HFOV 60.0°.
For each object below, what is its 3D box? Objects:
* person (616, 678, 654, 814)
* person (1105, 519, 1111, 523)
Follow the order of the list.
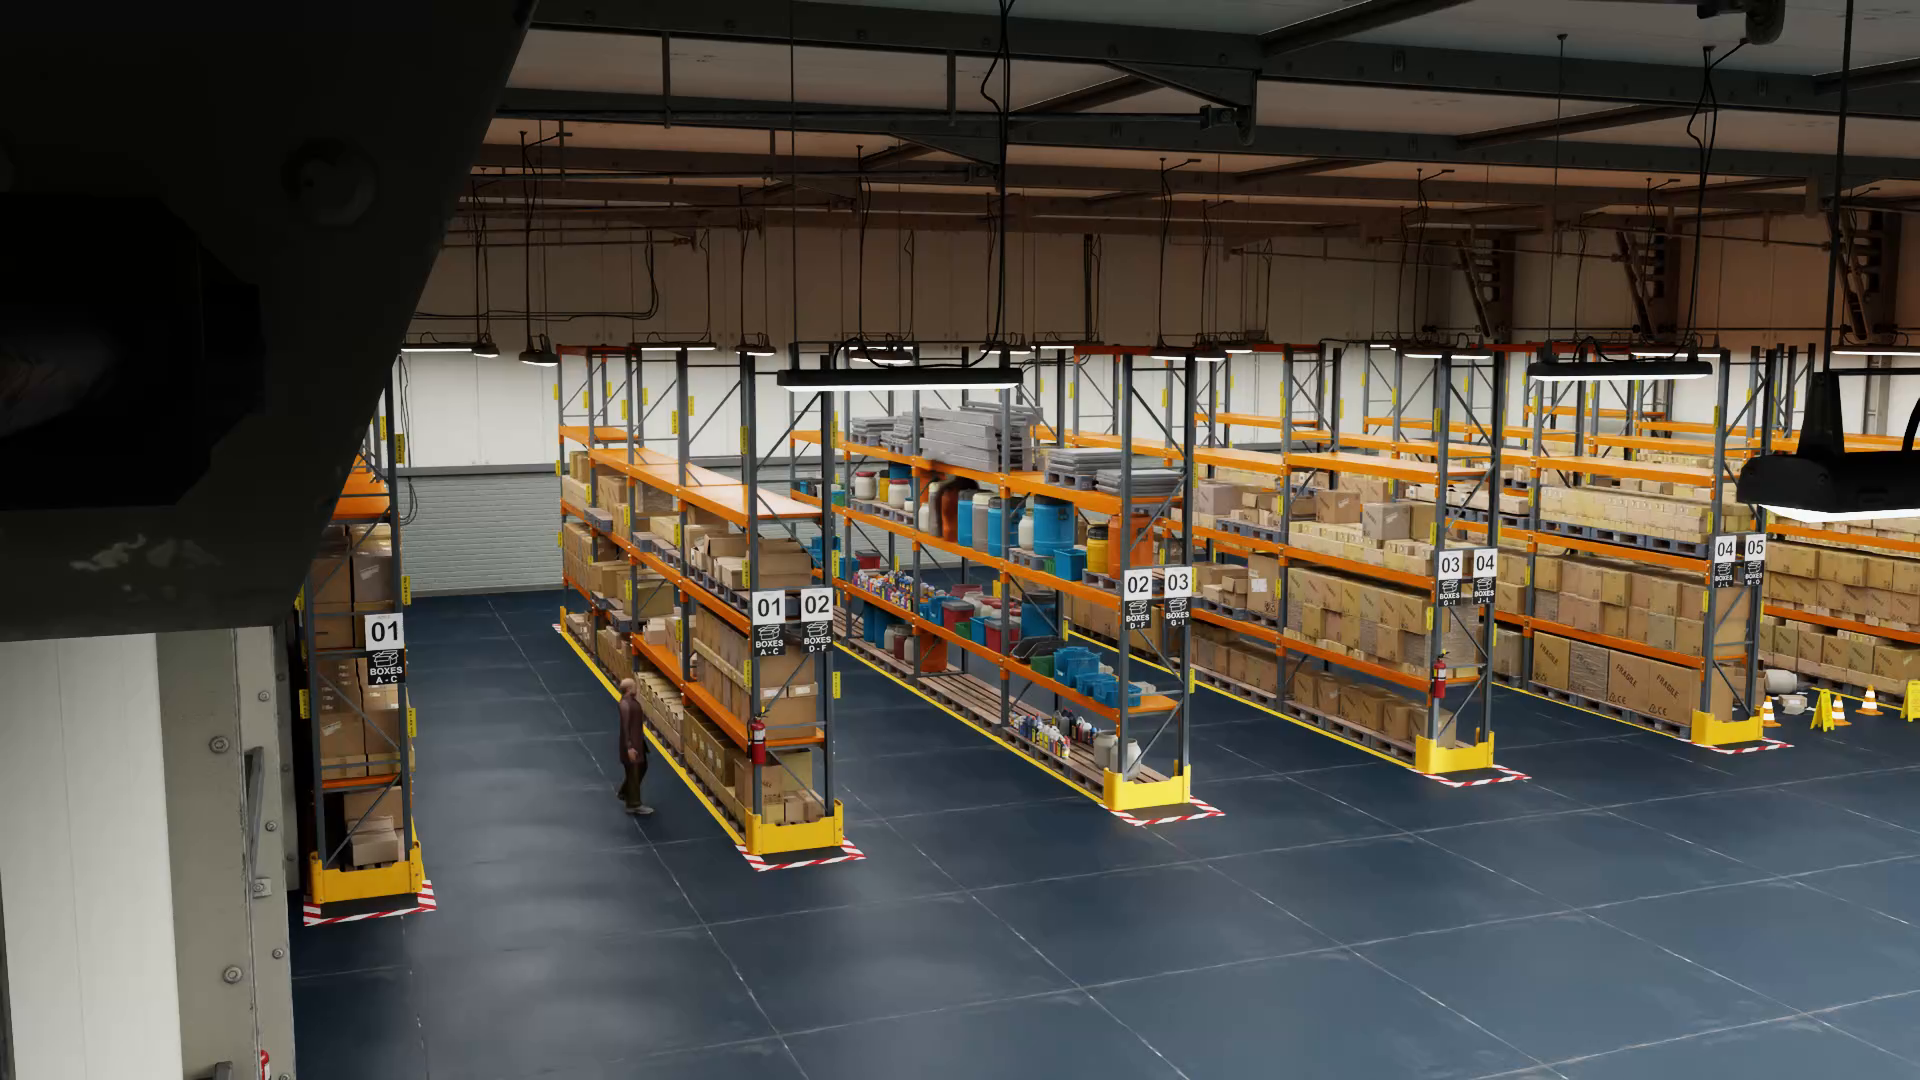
[{"bbox_3d":[-4.303,2.697,21.848,0.582,1.803,0.661,0,7,2],"label":"person"},{"bbox_3d":[3.736,0.245,41.941,0.522,1.590,0.640,-2,8,-17],"label":"person"}]
